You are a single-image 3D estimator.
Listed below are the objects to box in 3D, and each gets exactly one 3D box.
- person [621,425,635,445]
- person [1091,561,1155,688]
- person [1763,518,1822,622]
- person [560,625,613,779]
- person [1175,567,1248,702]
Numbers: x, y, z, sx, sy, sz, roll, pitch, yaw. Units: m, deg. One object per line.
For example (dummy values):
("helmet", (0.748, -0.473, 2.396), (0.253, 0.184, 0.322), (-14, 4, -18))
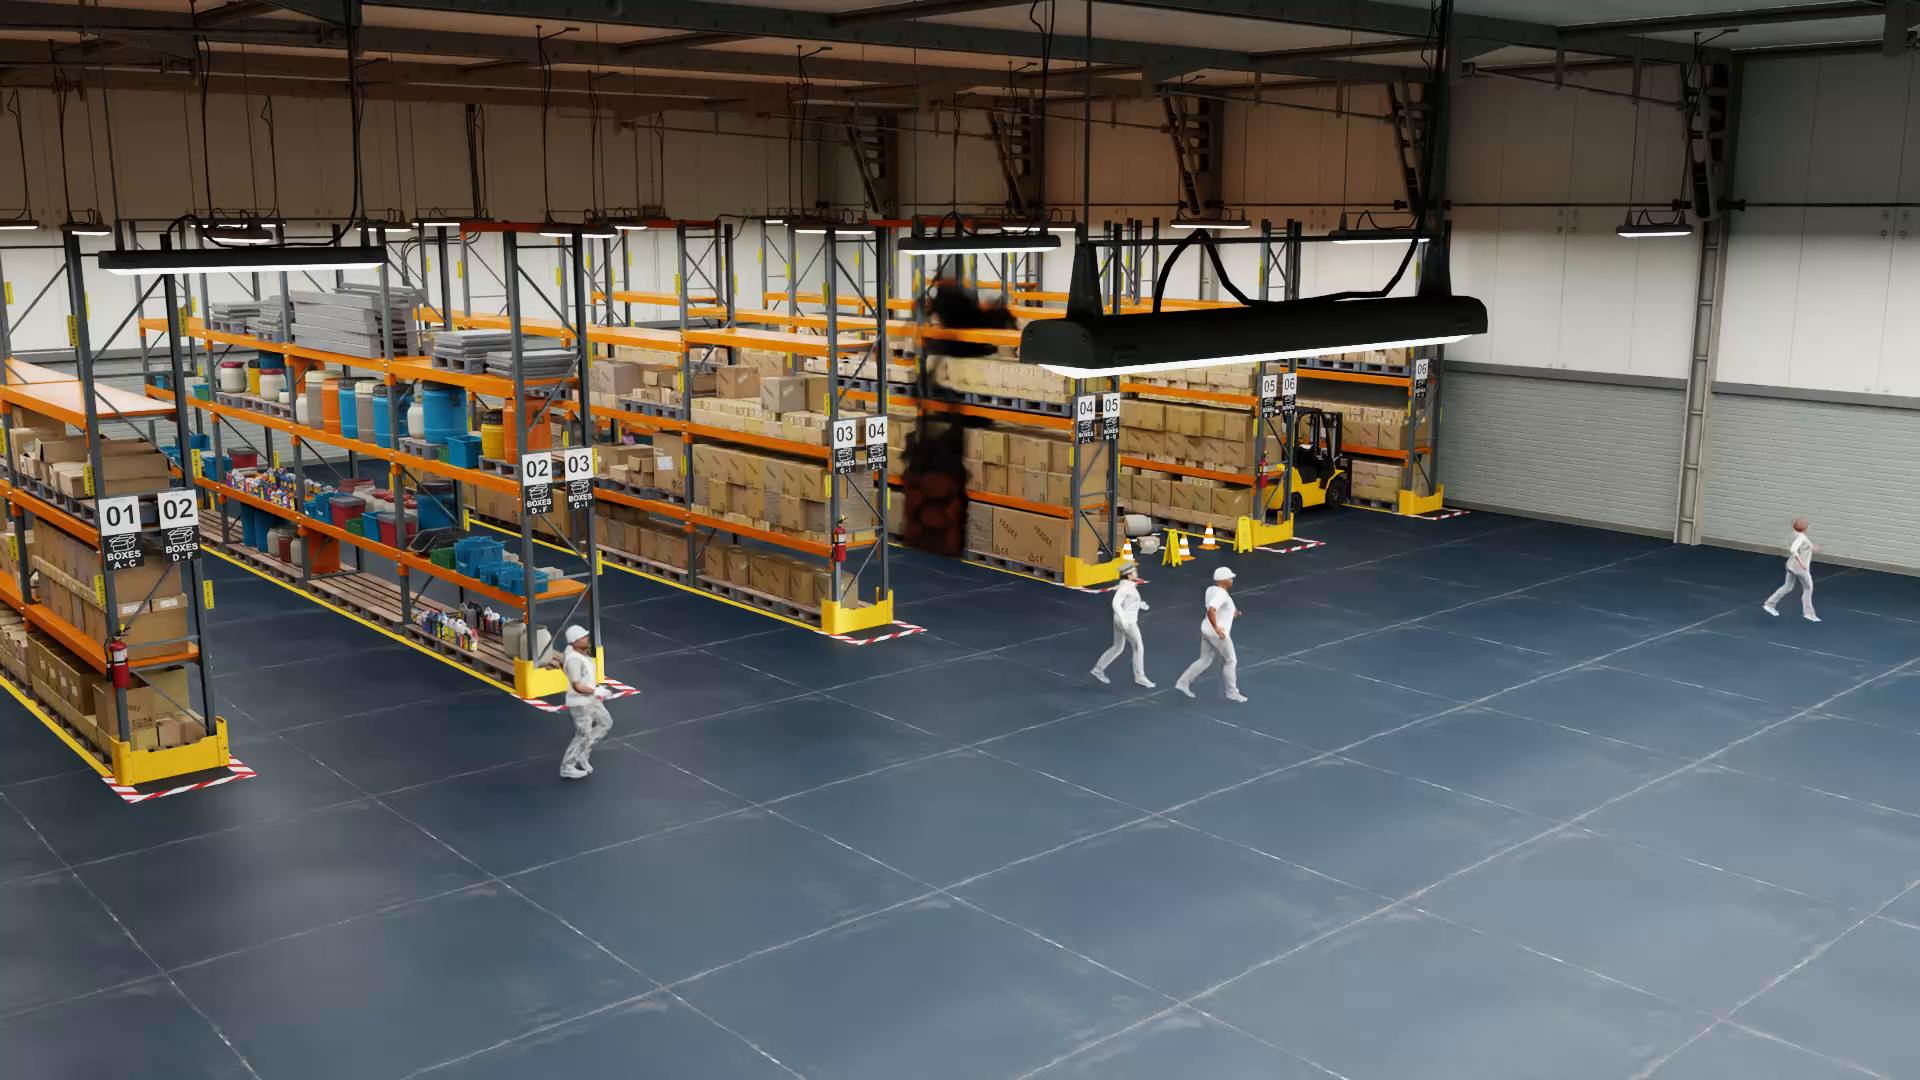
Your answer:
("person", (-7.223, -1.695, 36.189), (0.516, 1.635, 0.677), (-9, 15, -39))
("person", (2.170, 1.115, 22.047), (0.854, 1.715, 0.610), (-2, 12, -9))
("person", (12.814, 0.456, 25.467), (0.842, 1.612, 0.526), (0, 11, 0))
("person", (-4.187, 1.788, 18.551), (0.614, 1.740, 0.686), (-2, 12, -8))
("person", (3.246, 1.225, 21.324), (0.970, 1.775, 0.643), (-3, 12, -16))
